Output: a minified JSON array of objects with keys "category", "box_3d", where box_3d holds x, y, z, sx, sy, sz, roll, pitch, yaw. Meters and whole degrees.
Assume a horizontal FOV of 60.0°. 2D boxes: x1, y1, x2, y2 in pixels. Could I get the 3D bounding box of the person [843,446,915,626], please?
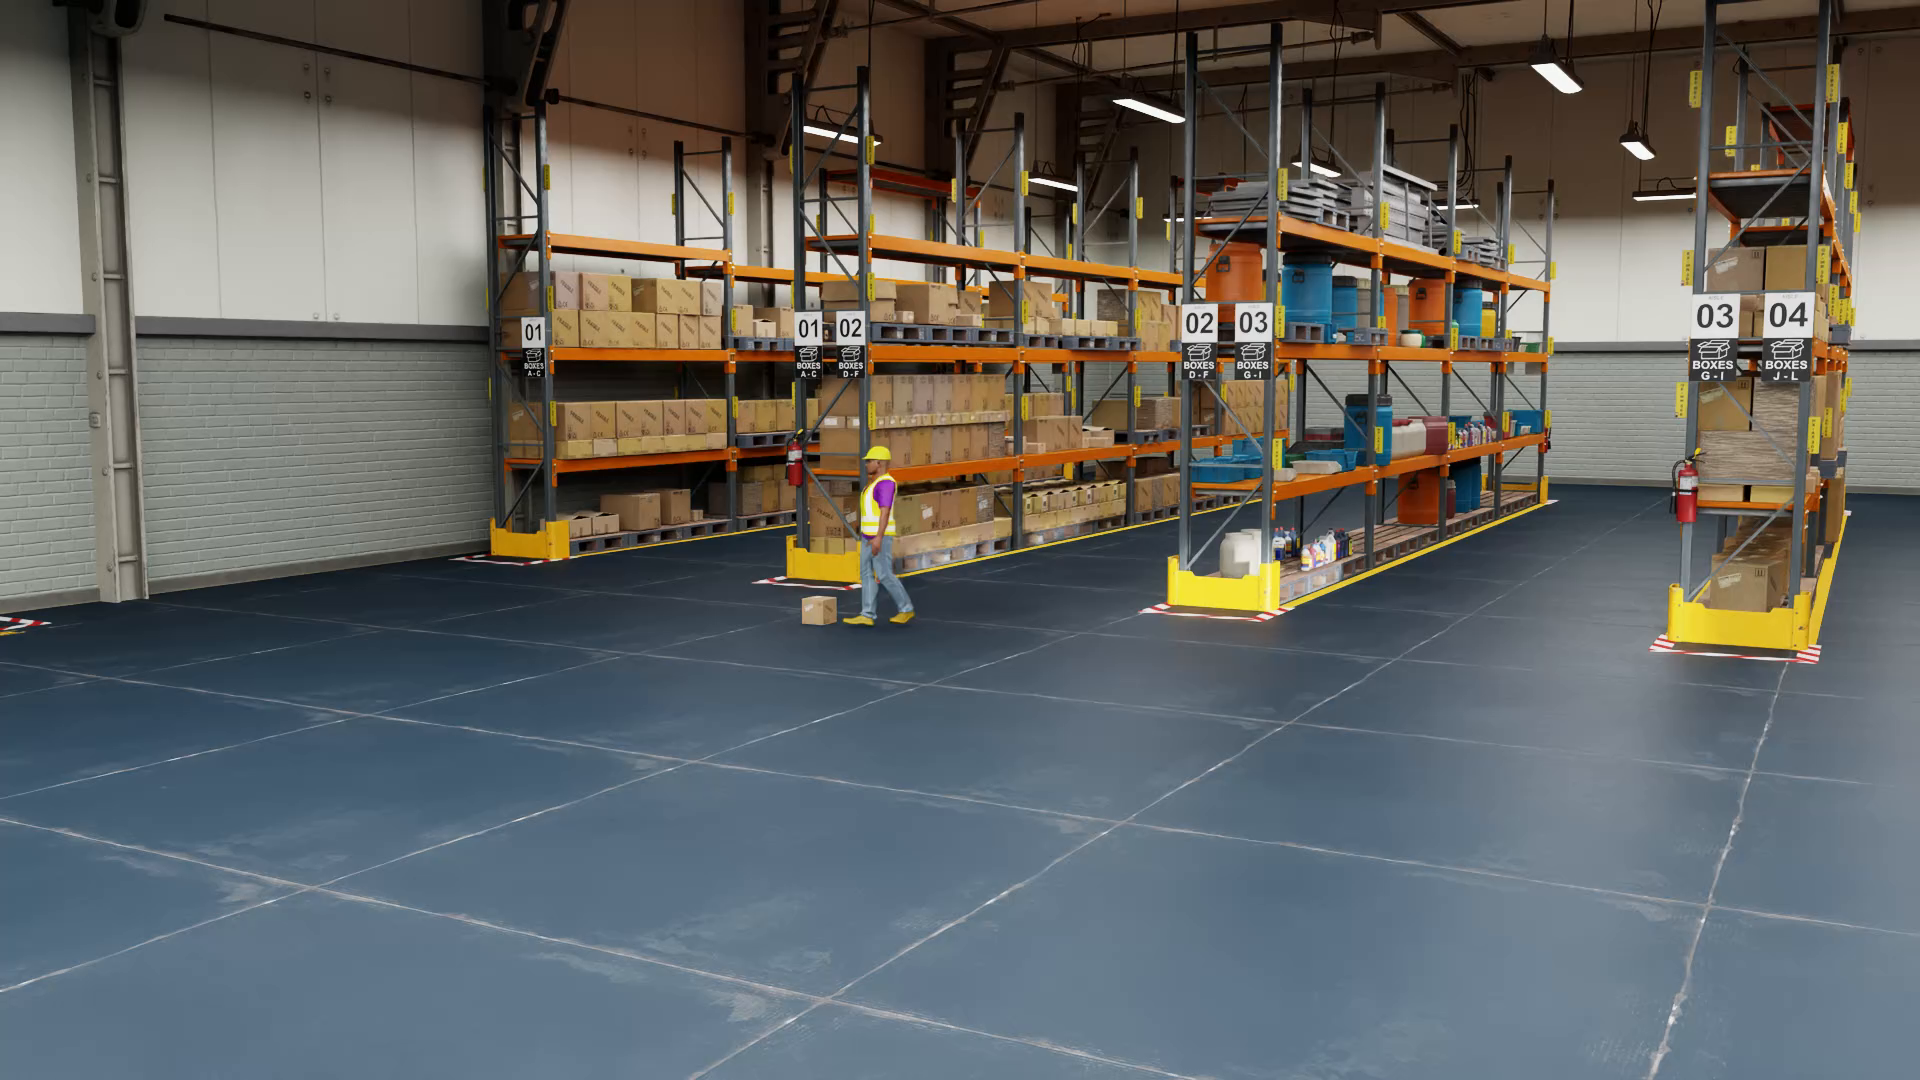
[{"category":"person","box_3d":[-0.799,-0.033,16.315,0.707,1.767,0.608,-2,6,-19]}]
